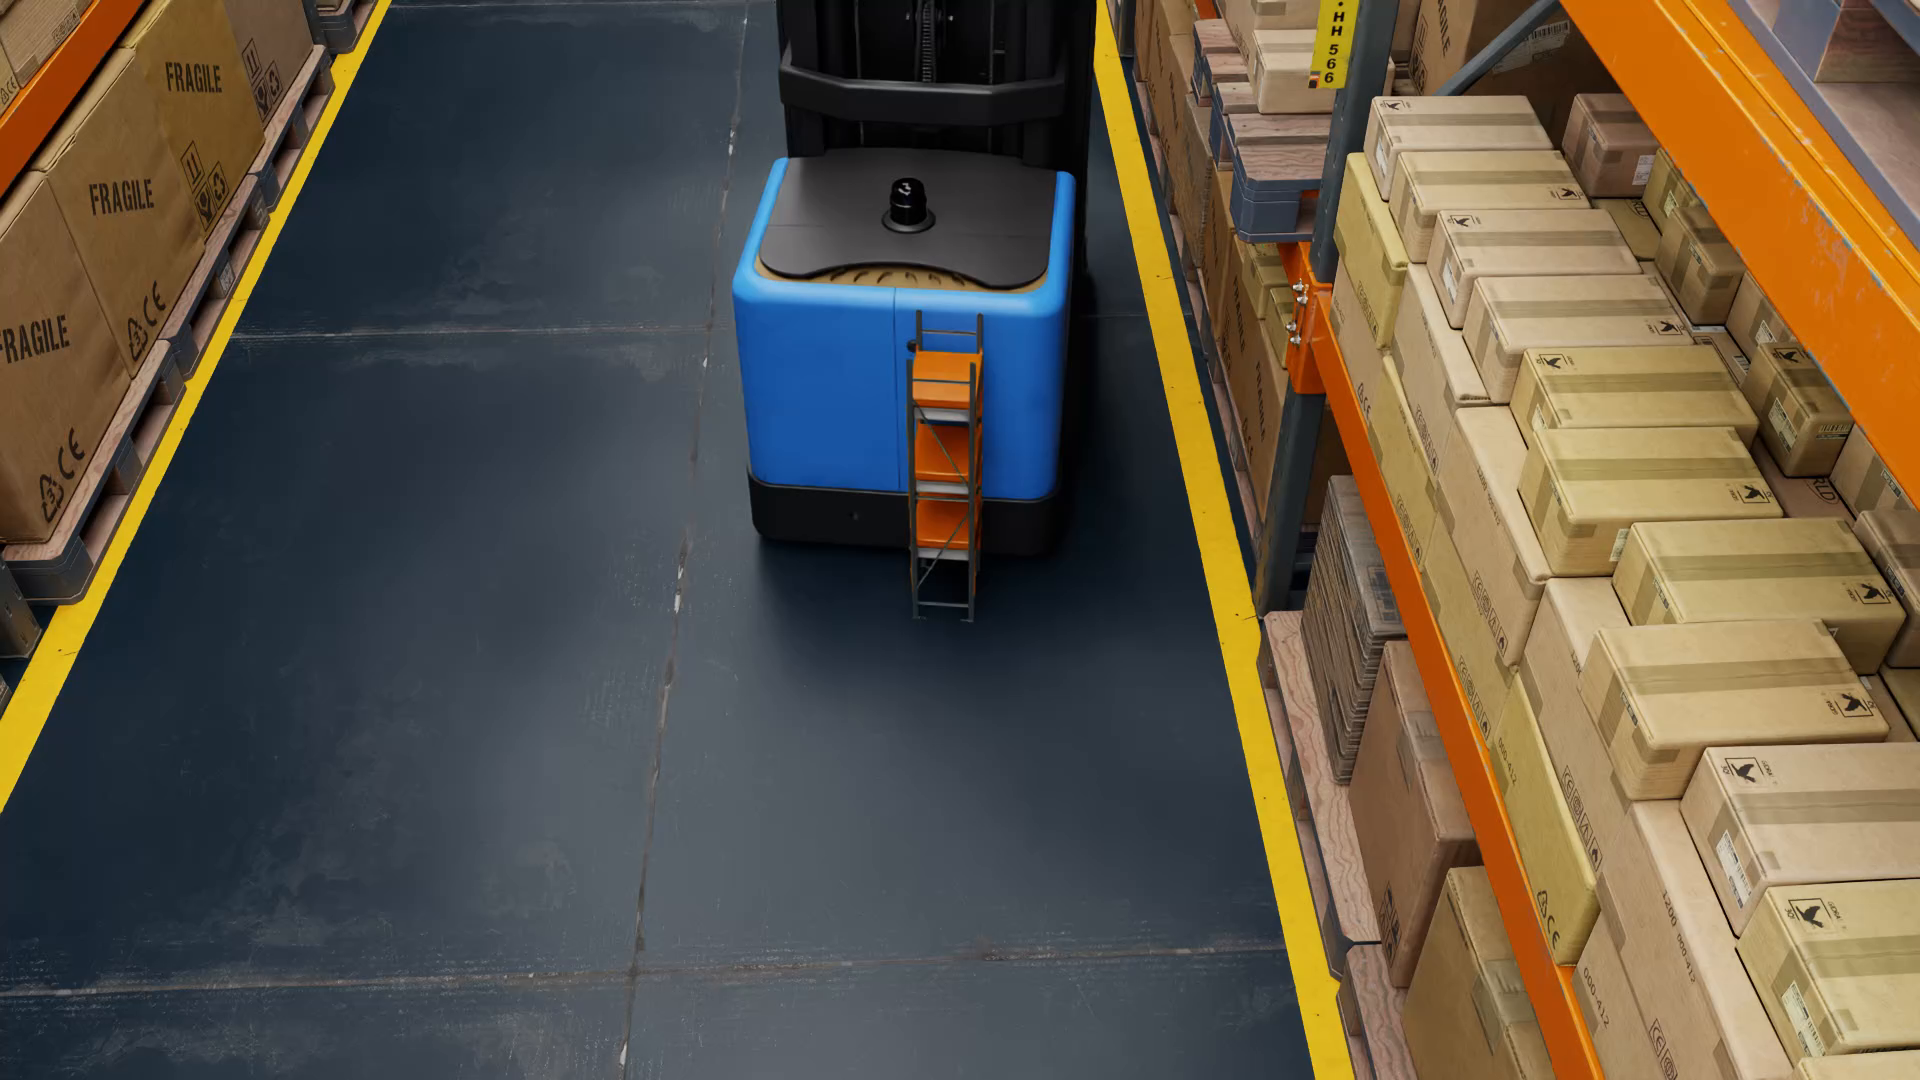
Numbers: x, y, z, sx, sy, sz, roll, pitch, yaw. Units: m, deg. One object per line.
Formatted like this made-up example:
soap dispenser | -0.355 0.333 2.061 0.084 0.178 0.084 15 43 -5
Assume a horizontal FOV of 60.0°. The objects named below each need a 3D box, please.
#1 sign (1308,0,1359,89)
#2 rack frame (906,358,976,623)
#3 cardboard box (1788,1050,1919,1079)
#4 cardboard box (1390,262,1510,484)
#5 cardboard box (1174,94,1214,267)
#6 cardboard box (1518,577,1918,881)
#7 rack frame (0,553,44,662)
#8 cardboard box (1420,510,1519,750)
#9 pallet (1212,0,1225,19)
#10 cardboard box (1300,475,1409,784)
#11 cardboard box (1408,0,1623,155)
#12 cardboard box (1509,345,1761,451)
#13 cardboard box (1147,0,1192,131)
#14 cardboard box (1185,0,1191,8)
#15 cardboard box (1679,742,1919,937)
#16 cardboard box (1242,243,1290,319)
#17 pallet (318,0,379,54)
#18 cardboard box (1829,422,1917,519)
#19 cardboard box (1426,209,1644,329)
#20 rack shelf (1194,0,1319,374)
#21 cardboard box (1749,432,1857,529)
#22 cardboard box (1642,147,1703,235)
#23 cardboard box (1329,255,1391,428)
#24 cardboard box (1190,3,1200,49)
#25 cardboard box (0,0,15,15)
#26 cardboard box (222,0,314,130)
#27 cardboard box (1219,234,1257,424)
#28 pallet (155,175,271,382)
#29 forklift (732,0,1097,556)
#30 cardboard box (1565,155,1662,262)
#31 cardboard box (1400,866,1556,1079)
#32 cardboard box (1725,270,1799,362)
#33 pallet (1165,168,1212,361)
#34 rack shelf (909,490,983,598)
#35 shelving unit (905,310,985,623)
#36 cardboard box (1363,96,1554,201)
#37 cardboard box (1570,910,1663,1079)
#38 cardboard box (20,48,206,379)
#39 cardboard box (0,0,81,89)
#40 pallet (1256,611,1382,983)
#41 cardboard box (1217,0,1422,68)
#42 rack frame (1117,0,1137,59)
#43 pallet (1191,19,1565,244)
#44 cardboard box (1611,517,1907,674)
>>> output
sign | 0.934 -1.268 4.116 0.100 0.325 0.005 -2 43 -2
rack frame | -0.055 -0.124 5.109 0.200 1.050 0.008 4 43 4
cardboard box | 1.278 0.793 2.111 0.380 0.149 0.250 -3 43 -3
cardboard box | 1.270 -0.377 3.682 0.500 0.250 0.500 0 43 0
cardboard box | 1.166 -1.447 6.648 0.500 0.500 0.500 -3 43 -3
cardboard box | 1.321 0.321 2.921 0.500 0.250 0.500 -1 43 -1
rack frame | -3.484 -0.748 4.346 1.000 3.000 0.127 -2 43 -2
cardboard box | 1.295 0.156 3.470 0.500 0.250 0.500 -3 43 -3
pallet | 1.388 -2.135 6.001 1.003 0.211 1.213 -2 43 -2
cardboard box | 1.488 0.249 4.705 0.875 0.625 0.625 0 43 0
cardboard box | 1.610 -1.436 4.712 0.500 0.500 0.500 0 43 0
cardboard box | 1.308 -0.247 3.246 0.380 0.149 0.250 -1 43 -1
cardboard box | 1.134 -2.134 7.398 0.500 0.500 0.500 -2 43 -2
cardboard box | 1.166 -2.458 7.271 0.380 0.149 0.250 -4 43 -4
cardboard box | 1.325 0.446 2.490 0.380 0.149 0.250 -1 43 -1
cardboard box | 1.159 -0.875 5.543 0.380 0.149 0.250 -4 43 -4
pallet | -3.608 -2.936 8.797 1.003 0.211 1.213 -2 43 -2
cardboard box | 1.872 -0.096 3.081 0.380 0.149 0.250 -2 43 -2
cardboard box | 1.244 -0.592 3.622 0.380 0.149 0.250 -1 43 -1
rack shelf | 1.391 -1.978 6.220 1.077 0.370 4.000 -2 43 -2
cardboard box | 1.814 -0.043 3.318 0.500 0.250 0.500 -2 43 -2
cardboard box | 1.814 -0.781 3.829 0.380 0.149 0.250 -1 43 -1
cardboard box | 1.250 -0.531 4.220 0.500 0.250 0.500 -1 43 -2
cardboard box | 1.165 -2.104 6.884 0.380 0.149 0.250 -2 43 -2
cardboard box | -3.288 -1.912 5.357 0.500 0.250 0.500 -2 43 -2
cardboard box | -3.547 -2.403 7.414 0.875 0.875 0.875 0 43 0
cardboard box | 1.232 -0.744 5.880 0.500 0.500 0.500 -2 43 -2
pallet | -3.491 -1.076 6.767 1.003 0.211 1.213 -2 43 -2
forklift | -0.056 -2.019 5.784 1.130 2.935 3.031 4 43 4
cardboard box | 1.772 -0.726 4.064 0.500 0.250 0.500 -1 43 -1
cardboard box | 1.553 1.145 3.728 0.875 0.625 0.625 -3 43 -4
cardboard box | 1.844 -0.441 3.457 0.380 0.149 0.250 -2 43 -3
pallet | 1.433 -1.191 6.894 1.003 0.211 1.213 -2 43 -2
rack shelf | -0.043 0.006 5.393 0.215 0.259 0.240 4 43 4
shelving unit | -0.043 -0.207 5.198 0.215 1.050 0.252 4 43 4
cardboard box | 1.195 -0.945 4.007 0.380 0.149 0.250 0 43 -1
cardboard box | 1.345 0.855 2.708 0.500 0.250 0.500 -1 43 -2
cardboard box | -3.464 -1.190 6.090 0.875 0.875 0.875 -1 43 -1
cardboard box | -3.309 -1.731 5.529 0.500 0.250 0.500 0 43 0
pallet | 1.471 0.692 4.839 1.003 0.211 1.213 -2 43 -2
cardboard box | 1.107 -1.695 5.180 0.500 0.250 0.500 -3 43 -4
rack frame | 1.306 -3.593 7.450 1.000 3.000 0.127 -2 43 -2
pallet | 1.377 -1.278 5.066 1.213 0.211 1.003 -2 43 -2
cardboard box | 1.368 0.099 2.868 0.380 0.149 0.250 -2 43 -2
